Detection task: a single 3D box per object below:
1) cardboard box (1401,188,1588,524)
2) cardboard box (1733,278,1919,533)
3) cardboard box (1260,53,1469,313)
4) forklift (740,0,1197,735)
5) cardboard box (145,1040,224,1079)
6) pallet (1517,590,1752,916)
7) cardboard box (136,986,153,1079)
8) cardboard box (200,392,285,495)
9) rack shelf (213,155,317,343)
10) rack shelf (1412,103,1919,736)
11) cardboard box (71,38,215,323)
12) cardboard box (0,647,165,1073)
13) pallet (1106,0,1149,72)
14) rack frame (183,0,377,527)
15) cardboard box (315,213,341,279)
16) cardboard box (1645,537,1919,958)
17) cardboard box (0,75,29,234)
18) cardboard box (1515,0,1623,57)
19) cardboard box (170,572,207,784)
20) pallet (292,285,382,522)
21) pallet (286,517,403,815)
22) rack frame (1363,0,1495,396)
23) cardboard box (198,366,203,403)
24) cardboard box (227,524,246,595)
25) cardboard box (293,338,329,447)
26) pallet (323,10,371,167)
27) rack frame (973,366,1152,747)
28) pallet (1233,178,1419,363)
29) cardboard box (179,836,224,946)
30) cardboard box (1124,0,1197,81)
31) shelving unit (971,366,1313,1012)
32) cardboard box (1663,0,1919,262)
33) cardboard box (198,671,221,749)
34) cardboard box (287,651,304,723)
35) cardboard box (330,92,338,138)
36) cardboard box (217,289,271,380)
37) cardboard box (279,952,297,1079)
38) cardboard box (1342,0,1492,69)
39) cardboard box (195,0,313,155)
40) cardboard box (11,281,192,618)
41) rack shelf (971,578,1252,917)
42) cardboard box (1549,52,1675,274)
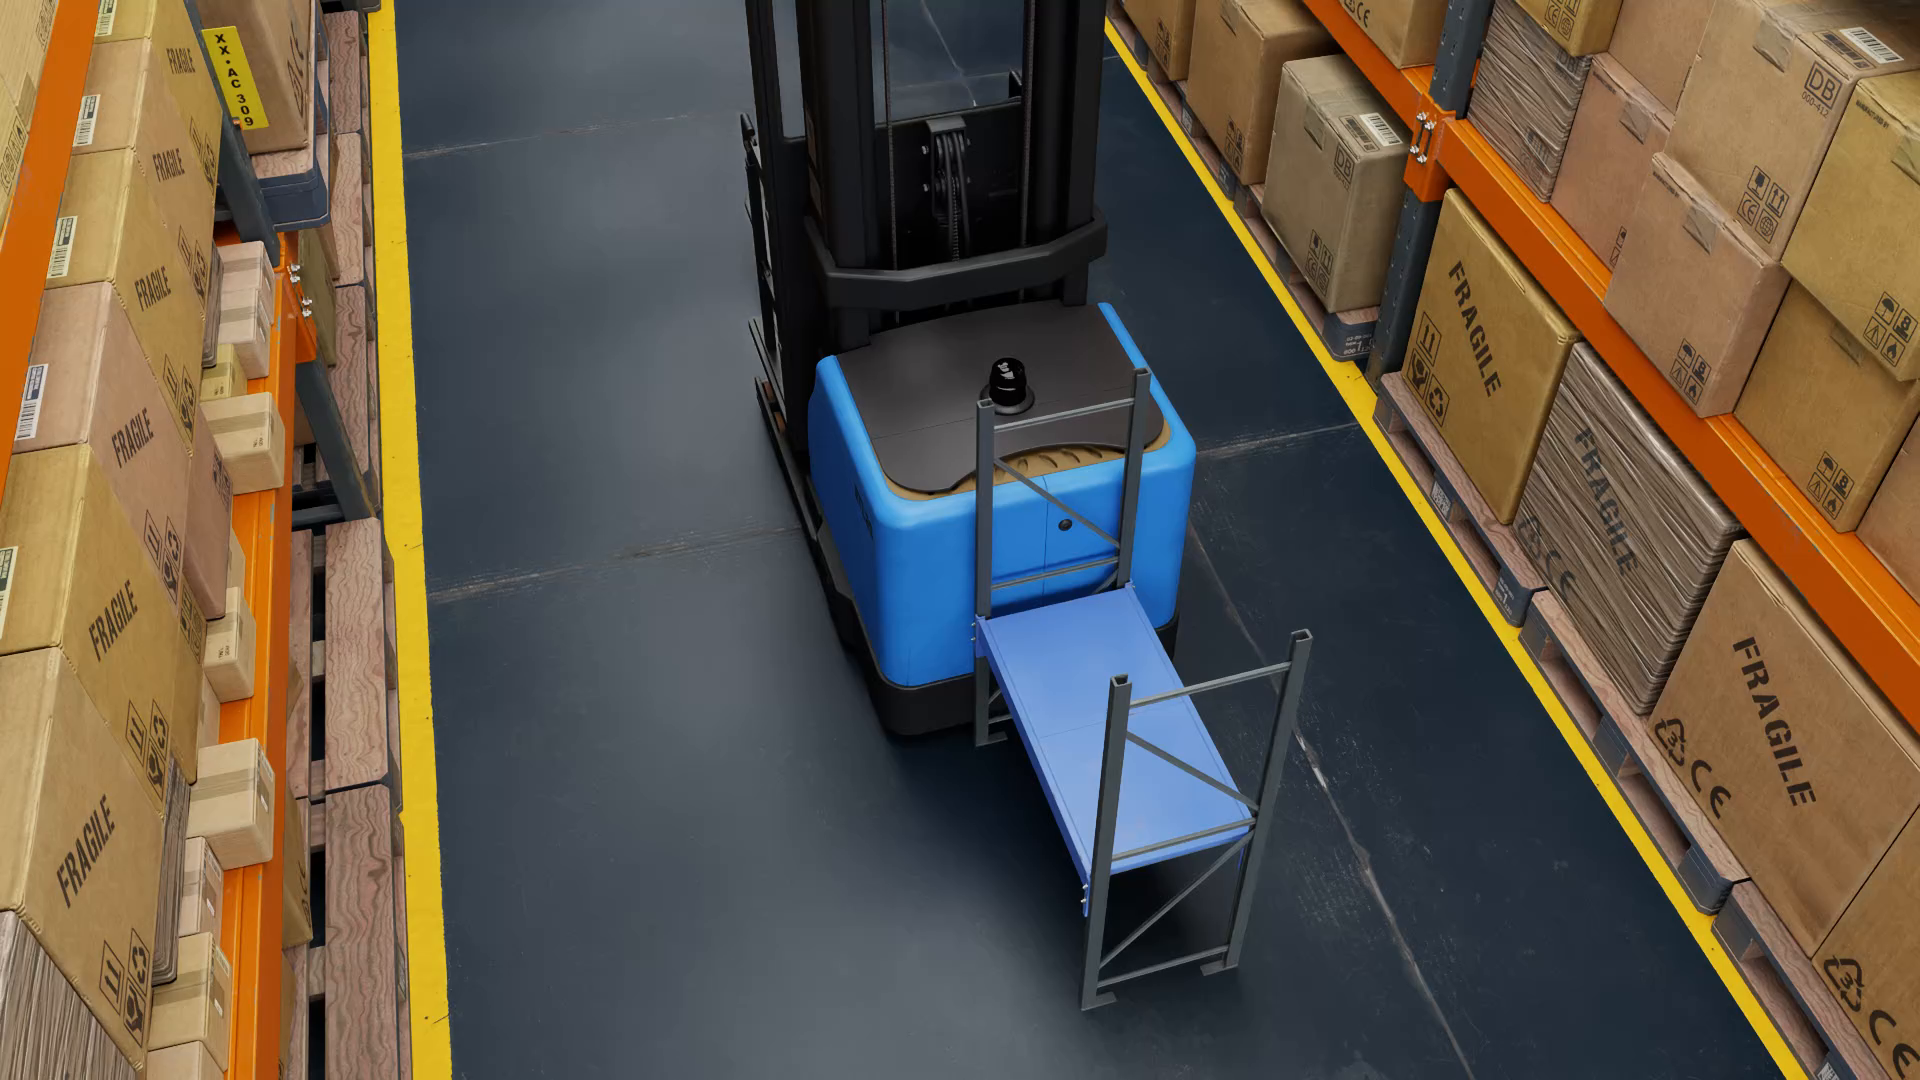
[{"bbox_3d":[2.270,-0.732,6.061,0.875,0.875,0.875,-10,46,-10],"label":"cardboard box"},{"bbox_3d":[2.703,-0.458,4.494,0.875,0.550,0.500,-11,47,-10],"label":"cardboard box"},{"bbox_3d":[1.931,-1.547,6.947,1.050,0.750,0.750,-11,47,-11],"label":"cardboard box"},{"bbox_3d":[-0.186,-1.452,5.621,1.130,2.935,3.031,-13,47,-12],"label":"forklift"},{"bbox_3d":[-1.641,1.150,3.198,0.380,0.149,0.250,-11,47,-10],"label":"cardboard box"},{"bbox_3d":[2.612,0.584,5.530,1.003,0.211,1.213,-11,47,-10],"label":"pallet"},{"bbox_3d":[-1.978,0.976,2.915,0.875,0.500,0.500,-11,47,-10],"label":"cardboard box"},{"bbox_3d":[-2.072,-0.246,4.567,0.380,0.149,0.250,-11,47,-10],"label":"cardboard box"},{"bbox_3d":[-3.156,-2.068,6.680,1.077,0.370,4.000,-11,47,-10],"label":"rack shelf"},{"bbox_3d":[2.689,-0.143,4.794,1.077,0.370,4.000,-11,47,-10],"label":"rack shelf"},{"bbox_3d":[-2.133,-0.822,3.977,0.500,0.500,0.500,-11,47,-10],"label":"cardboard box"},{"bbox_3d":[-1.618,0.558,2.625,0.500,0.500,0.500,-11,47,-10],"label":"cardboard box"},{"bbox_3d":[1.282,-3.003,9.045,1.003,0.211,1.213,-11,47,-10],"label":"pallet"},{"bbox_3d":[-2.644,-0.939,5.070,1.000,3.000,0.127,-11,47,-10],"label":"rack frame"},{"bbox_3d":[-3.028,-1.364,6.929,0.700,0.500,0.500,-14,47,-14],"label":"cardboard box"},{"bbox_3d":[2.736,0.519,4.834,0.875,0.875,0.875,-11,47,-11],"label":"cardboard box"},{"bbox_3d":[-1.892,-0.610,2.753,0.500,0.250,0.500,-9,46,-9],"label":"cardboard box"},{"bbox_3d":[2.238,-1.945,5.195,0.875,0.550,0.550,-11,47,-10],"label":"cardboard box"},{"bbox_3d":[-2.181,0.276,3.601,0.875,0.500,0.500,-11,47,-10],"label":"cardboard box"},{"bbox_3d":[-2.844,-0.500,6.592,1.003,0.211,1.213,-11,47,-10],"label":"pallet"},{"bbox_3d":[-2.437,0.495,5.617,1.003,0.211,1.213,-11,47,-10],"label":"pallet"},{"bbox_3d":[2.177,-1.776,5.890,1.000,3.000,0.127,-11,47,-10],"label":"rack frame"},{"bbox_3d":[-2.494,-0.404,4.267,0.875,0.500,0.500,-11,47,-10],"label":"cardboard box"},{"bbox_3d":[-2.032,0.116,4.212,0.380,0.149,0.250,-11,47,-10],"label":"cardboard box"},{"bbox_3d":[-2.780,-0.645,6.224,0.700,0.500,0.500,-14,47,-13],"label":"cardboard box"},{"bbox_3d":[-3.469,-2.184,8.243,1.003,0.211,1.213,-11,47,-10],"label":"pallet"},{"bbox_3d":[0.288,0.105,5.097,0.500,1.500,0.032,-13,47,-12],"label":"rack frame"},{"bbox_3d":[1.907,-1.319,7.394,1.003,0.211,1.213,-11,47,-10],"label":"pallet"},{"bbox_3d":[-1.789,0.809,3.533,0.380,0.149,0.250,-11,47,-10],"label":"cardboard box"},{"bbox_3d":[1.449,-2.857,8.231,1.050,0.750,0.750,-10,46,-10],"label":"cardboard box"},{"bbox_3d":[0.439,0.452,4.757,0.538,1.500,1.048,-13,47,-12],"label":"shelving unit"},{"bbox_3d":[2.497,-1.189,4.454,0.875,0.550,0.550,-11,47,-10],"label":"cardboard box"},{"bbox_3d":[-1.945,0.469,3.866,0.380,0.149,0.250,-11,47,-10],"label":"cardboard box"},{"bbox_3d":[-2.426,0.467,5.148,0.500,0.500,0.500,3,46,2],"label":"cardboard box"},{"bbox_3d":[-3.322,-2.140,7.689,0.700,0.500,0.500,-14,47,-14],"label":"cardboard box"},{"bbox_3d":[-2.250,-0.582,4.896,0.380,0.149,0.250,-11,47,-10],"label":"cardboard box"},{"bbox_3d":[-2.091,1.275,4.357,0.500,0.500,0.500,-7,46,-7],"label":"cardboard box"},{"bbox_3d":[1.785,-2.122,6.159,0.500,0.500,0.500,-11,47,-11],"label":"cardboard box"},{"bbox_3d":[-2.712,-1.870,5.268,1.000,1.000,1.000,-10,46,-10],"label":"cardboard box"},{"bbox_3d":[-1.881,-0.131,3.300,0.500,0.500,0.500,-11,47,-10],"label":"cardboard box"},{"bbox_3d":[0.439,0.578,4.886,0.538,0.185,1.000,-13,47,-12],"label":"rack shelf"},{"bbox_3d":[2.446,-1.200,5.221,0.875,0.550,0.550,-11,47,-10],"label":"cardboard box"}]
